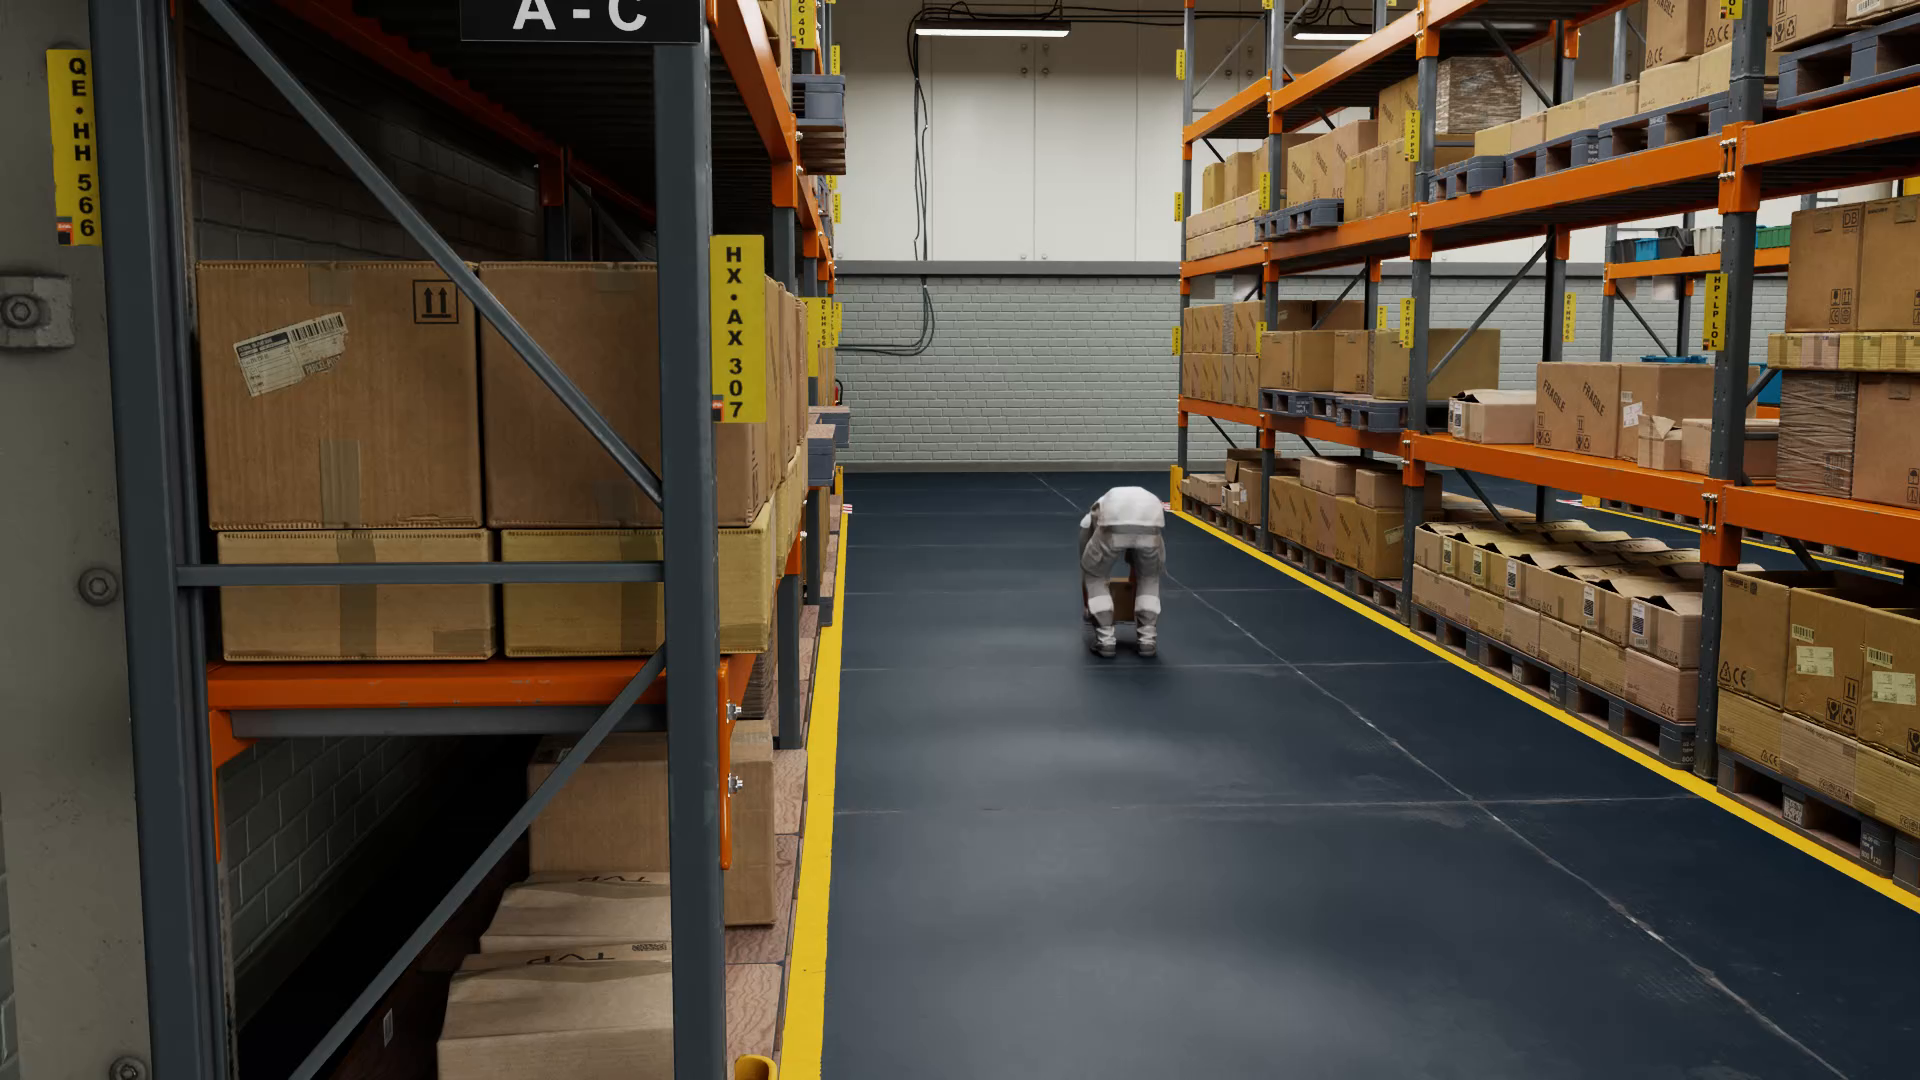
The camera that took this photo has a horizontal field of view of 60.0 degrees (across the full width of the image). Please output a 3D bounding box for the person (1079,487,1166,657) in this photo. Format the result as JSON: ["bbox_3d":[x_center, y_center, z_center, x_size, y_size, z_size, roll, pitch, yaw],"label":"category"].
[{"bbox_3d":[0.994,0.164,10.425,0.524,1.036,0.957,-1,7,-6],"label":"person"}]
